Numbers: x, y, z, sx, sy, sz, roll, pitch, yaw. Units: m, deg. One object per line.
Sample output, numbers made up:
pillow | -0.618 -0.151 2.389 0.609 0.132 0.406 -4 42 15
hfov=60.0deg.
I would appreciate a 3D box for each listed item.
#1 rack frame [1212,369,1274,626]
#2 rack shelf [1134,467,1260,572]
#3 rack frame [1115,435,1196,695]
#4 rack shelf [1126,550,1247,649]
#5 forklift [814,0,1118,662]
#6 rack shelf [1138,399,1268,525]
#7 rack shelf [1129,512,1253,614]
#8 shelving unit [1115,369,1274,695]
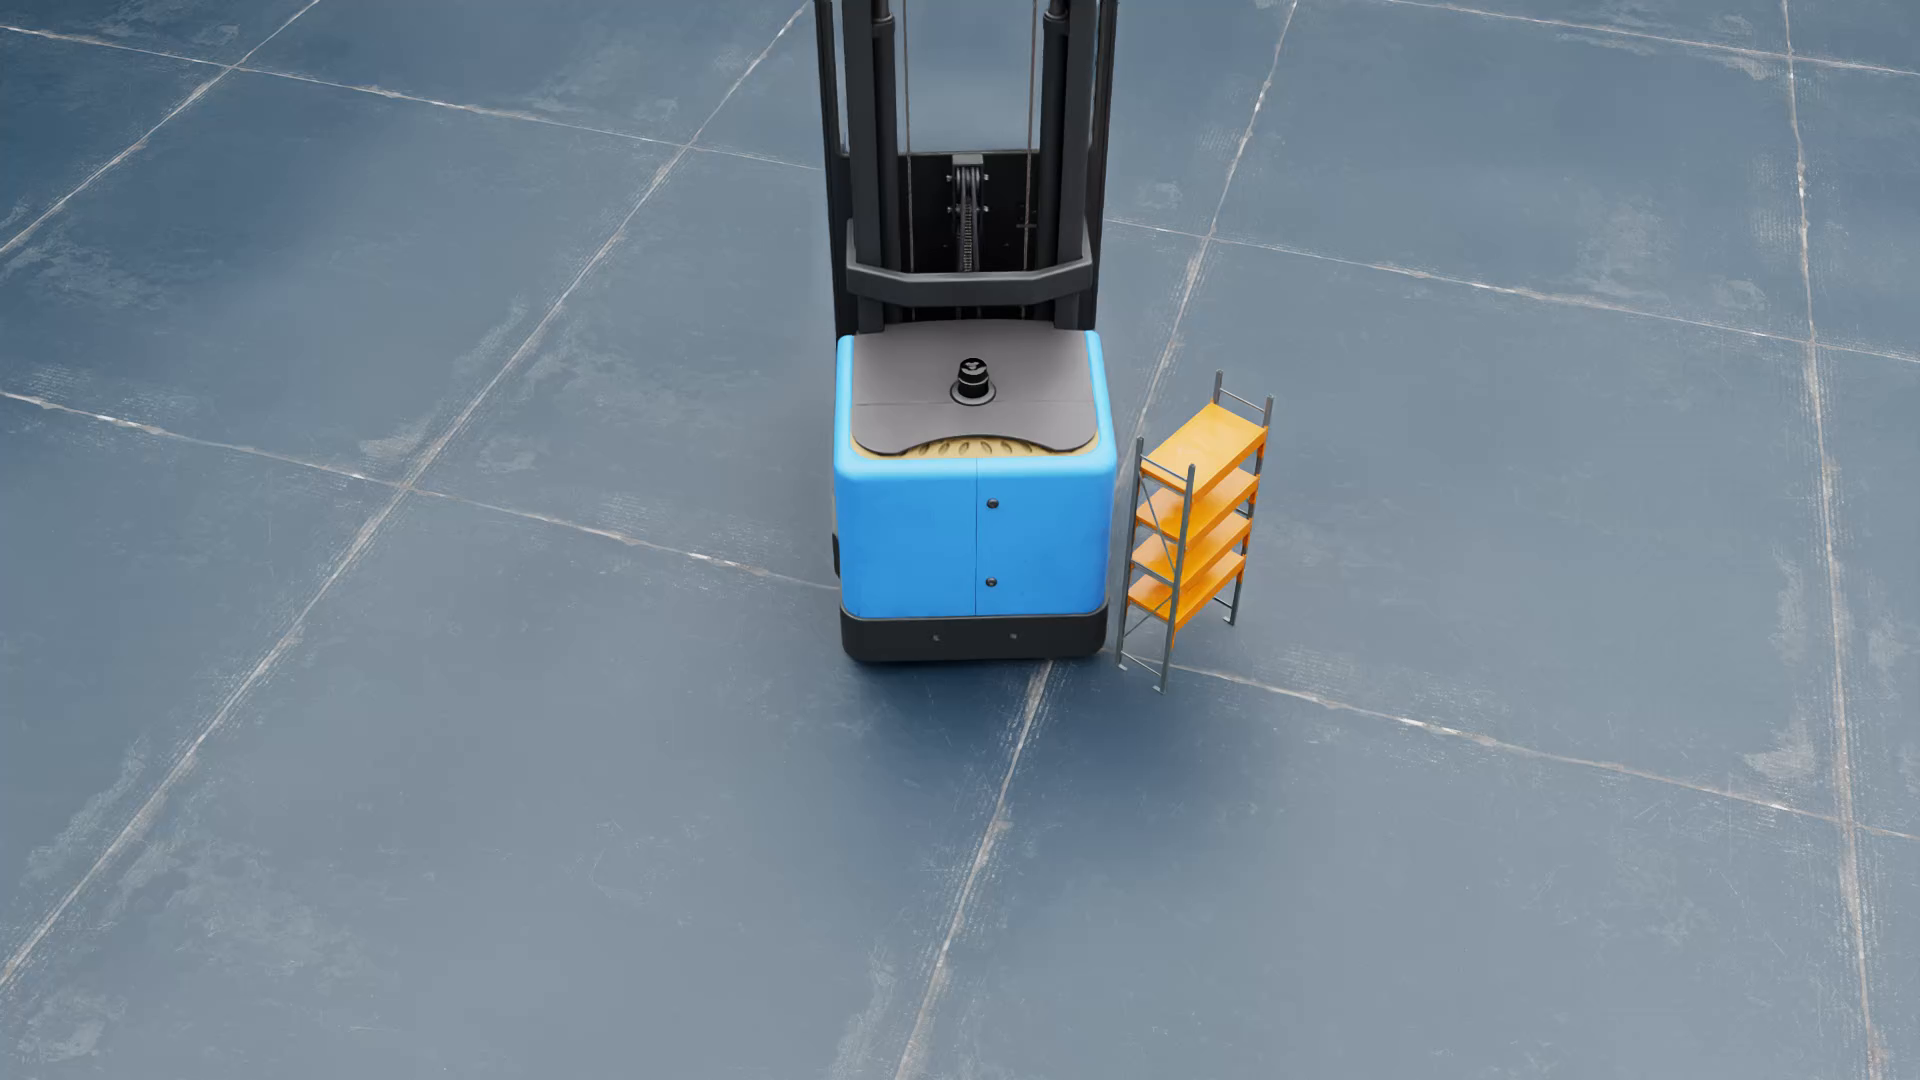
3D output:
rack frame | 1.031 -0.138 6.432 0.240 1.200 0.015 31 52 28
rack shelf | 0.872 -0.120 6.190 0.258 0.148 0.480 31 52 28
rack frame | 0.713 0.121 6.167 0.240 1.200 0.015 31 52 28
rack shelf | 0.872 0.182 6.485 0.258 0.148 0.480 31 52 28
forklift | 0.014 -1.583 6.671 1.130 2.935 3.031 -1 44 -1
rack shelf | 0.872 -0.289 6.025 0.258 0.148 0.480 31 52 28
rack shelf | 0.872 0.040 6.347 0.258 0.148 0.480 31 52 28
shelving unit | 0.872 -0.008 6.300 0.258 1.200 0.503 31 52 28
